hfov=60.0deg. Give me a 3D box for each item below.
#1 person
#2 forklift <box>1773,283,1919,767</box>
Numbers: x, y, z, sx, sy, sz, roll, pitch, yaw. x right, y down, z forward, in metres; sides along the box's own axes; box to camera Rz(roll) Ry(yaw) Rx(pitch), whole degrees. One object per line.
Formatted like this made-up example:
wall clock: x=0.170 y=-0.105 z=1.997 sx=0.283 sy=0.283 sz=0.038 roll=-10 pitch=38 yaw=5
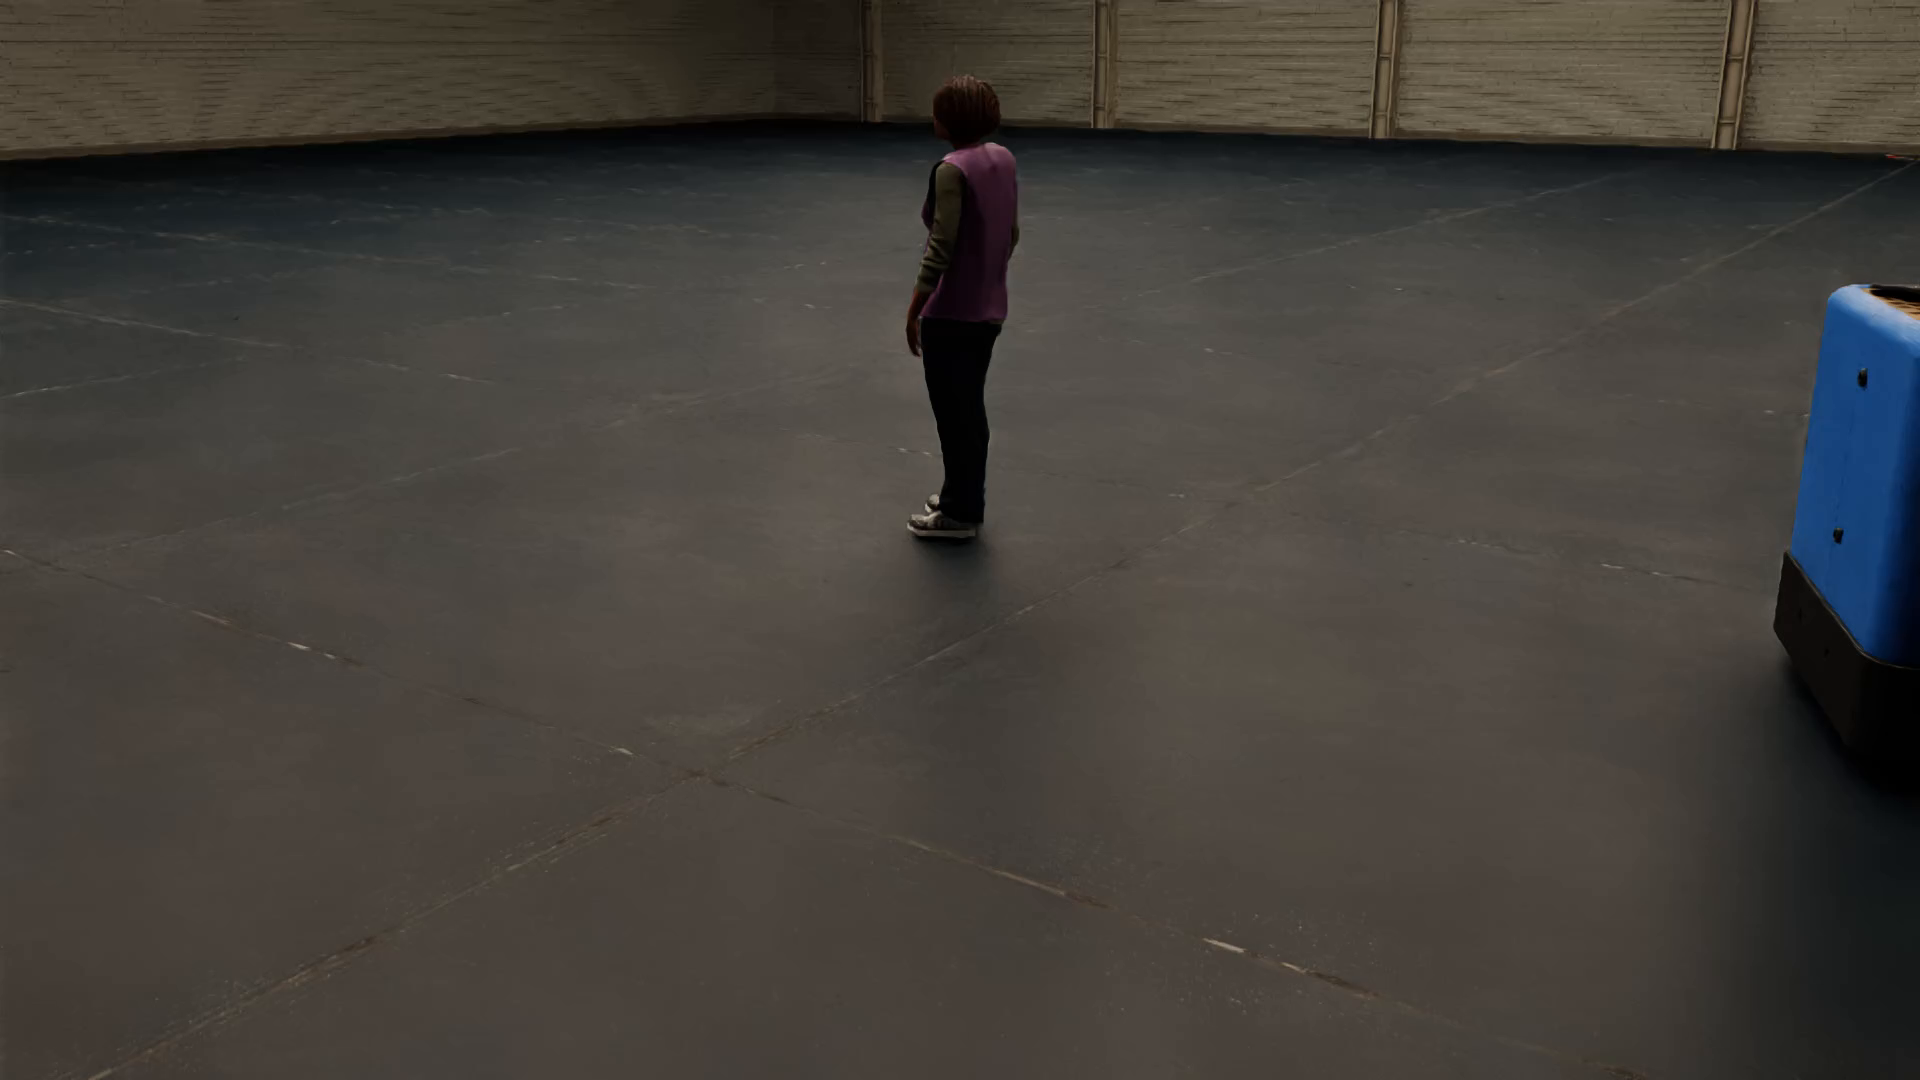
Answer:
person: x=-0.053 y=-0.787 z=5.769 sx=0.474 sy=1.597 sz=0.520 roll=11 pitch=20 yaw=33
forklift: x=3.721 y=-0.848 z=3.668 sx=3.031 sy=2.935 sz=1.130 roll=4 pitch=17 yaw=14
